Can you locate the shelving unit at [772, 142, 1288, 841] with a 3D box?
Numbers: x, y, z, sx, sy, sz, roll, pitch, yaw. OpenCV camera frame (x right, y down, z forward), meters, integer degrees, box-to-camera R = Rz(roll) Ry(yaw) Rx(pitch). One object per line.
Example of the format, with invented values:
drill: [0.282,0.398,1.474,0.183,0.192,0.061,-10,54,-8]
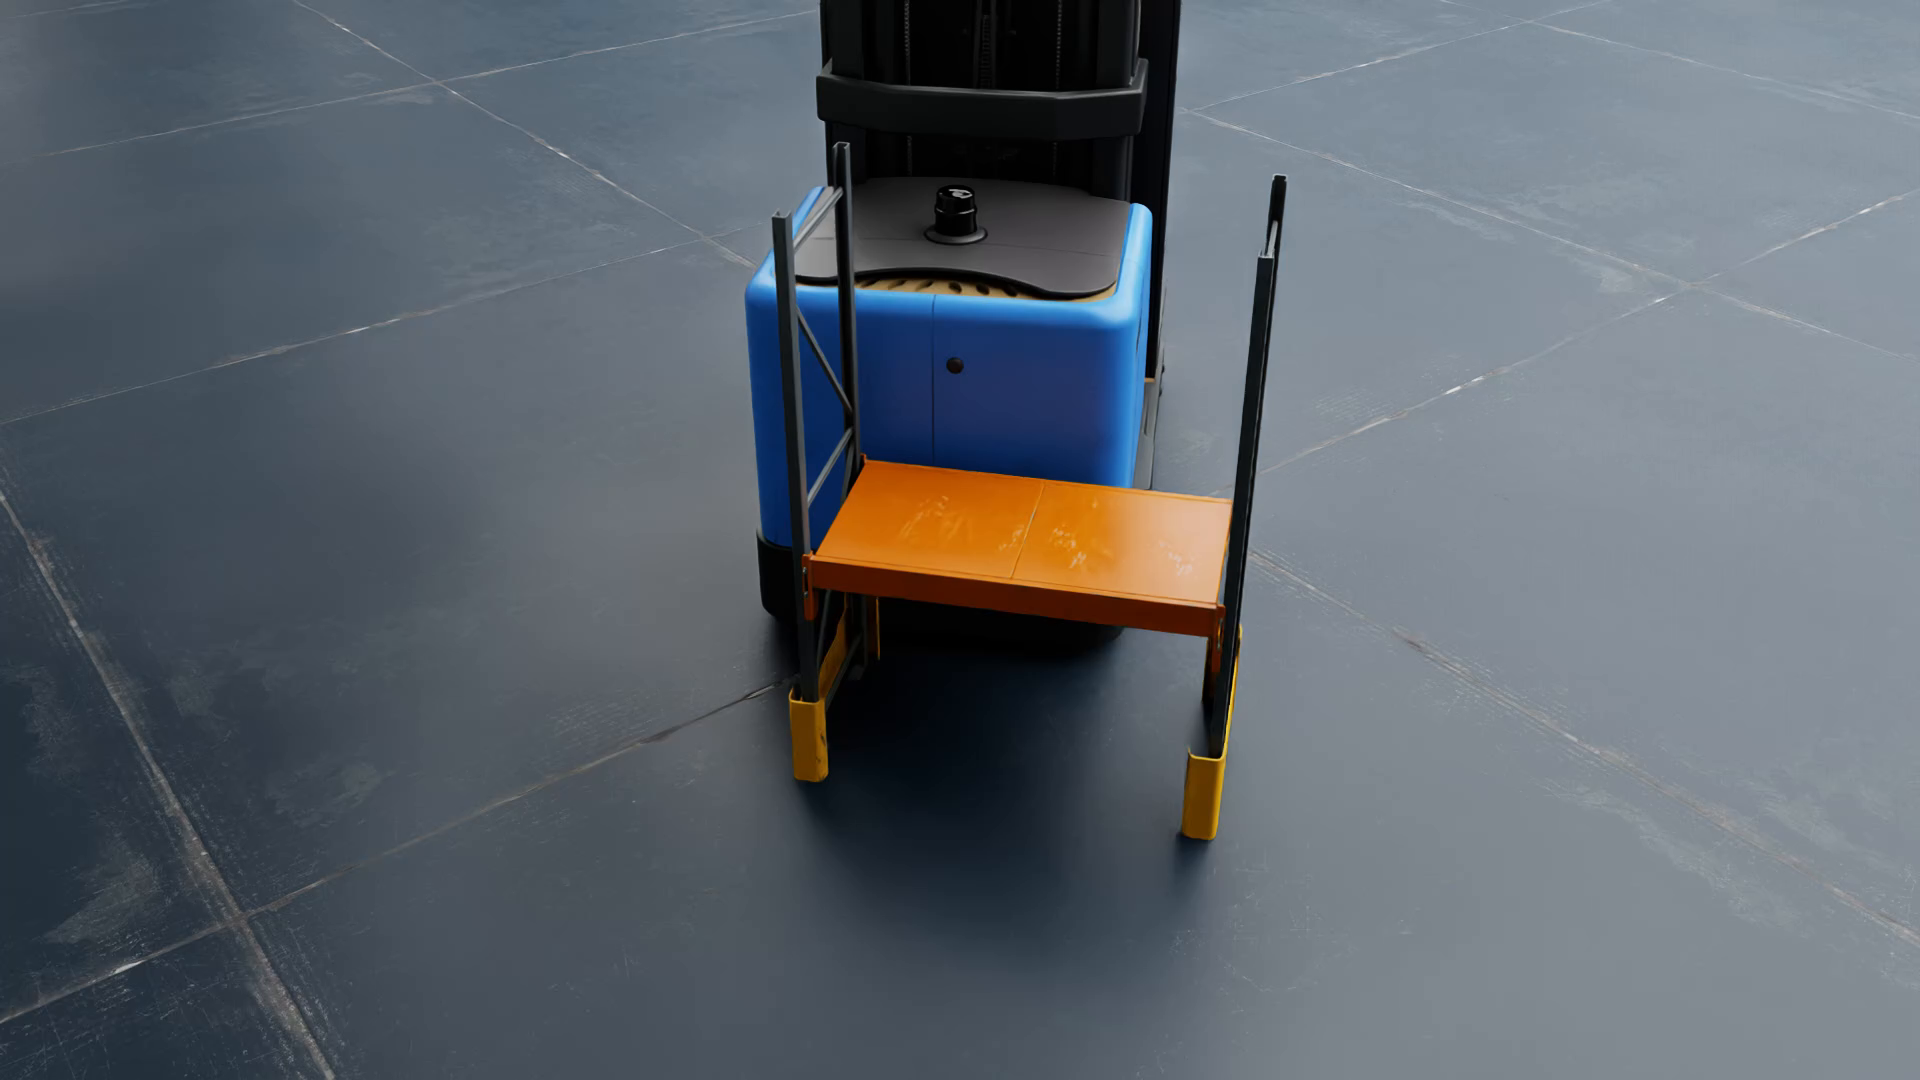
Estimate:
shelving unit: [0.159,-0.113,4.010,1.083,1.500,0.587,7,32,11]

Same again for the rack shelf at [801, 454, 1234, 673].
rack shelf: [0.168,0.041,4.104,1.000,0.185,0.538,7,32,11]

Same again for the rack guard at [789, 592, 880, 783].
rack guard: [-0.327,0.361,4.432,0.087,0.250,0.587,7,32,11]

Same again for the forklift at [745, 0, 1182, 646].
forklift: [0.157,-1.711,5.227,1.130,2.935,3.031,5,32,7]

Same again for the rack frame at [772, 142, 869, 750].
rack frame: [-0.328,-0.170,4.103,0.032,1.500,0.500,7,32,11]

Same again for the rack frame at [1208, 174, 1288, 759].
rack frame: [0.664,-0.053,3.915,0.032,1.500,0.500,7,32,11]

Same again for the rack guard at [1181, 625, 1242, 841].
rack guard: [0.645,0.475,4.248,0.087,0.250,0.587,7,32,11]
